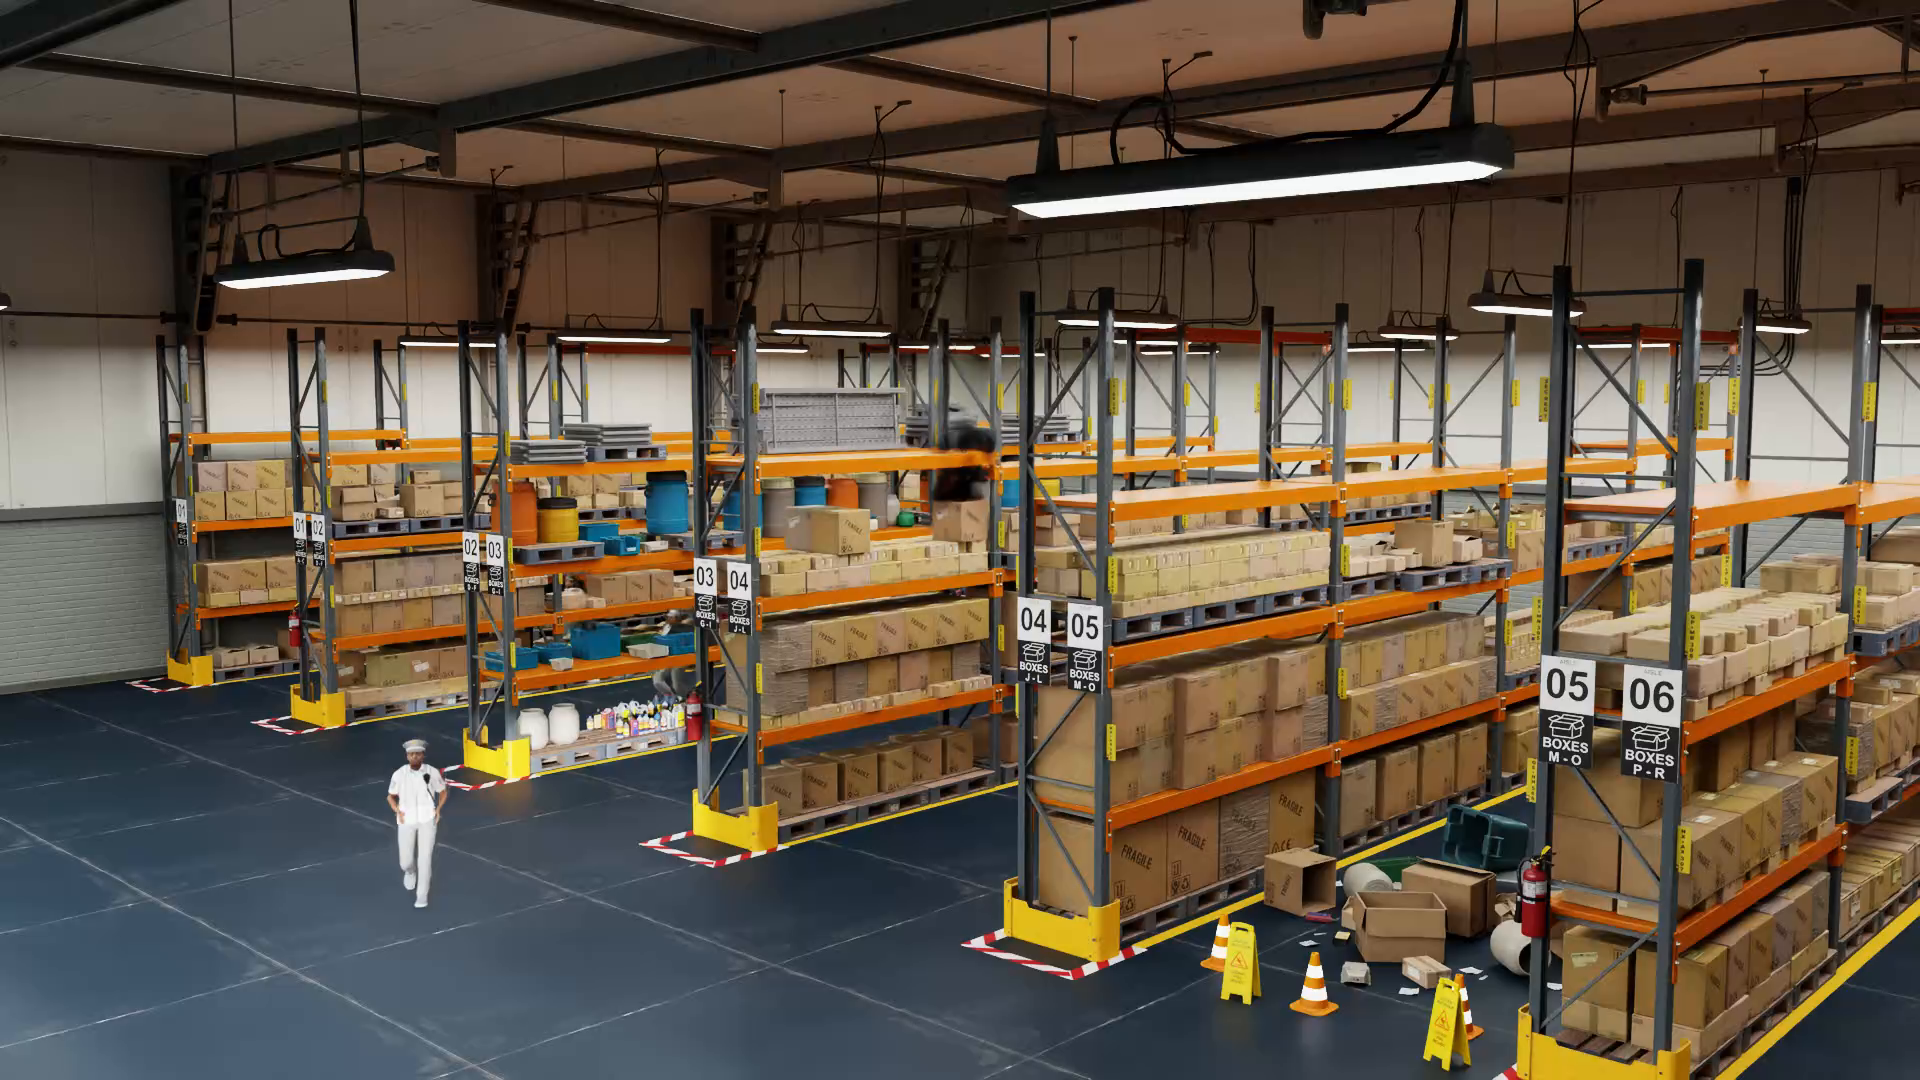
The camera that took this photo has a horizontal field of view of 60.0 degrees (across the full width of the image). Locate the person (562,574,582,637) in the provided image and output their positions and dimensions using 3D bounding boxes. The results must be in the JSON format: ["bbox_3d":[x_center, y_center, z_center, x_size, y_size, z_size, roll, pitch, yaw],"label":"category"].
[{"bbox_3d":[-7.208,1.451,30.827,0.632,1.670,0.842,5,7,41],"label":"person"}]

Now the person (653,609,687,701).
[{"bbox_3d":[-4.514,1.898,26.016,0.584,1.638,0.637,3,6,32],"label":"person"}]

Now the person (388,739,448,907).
[{"bbox_3d":[-5.398,2.785,16.585,0.575,1.651,0.595,-2,6,-17],"label":"person"}]
